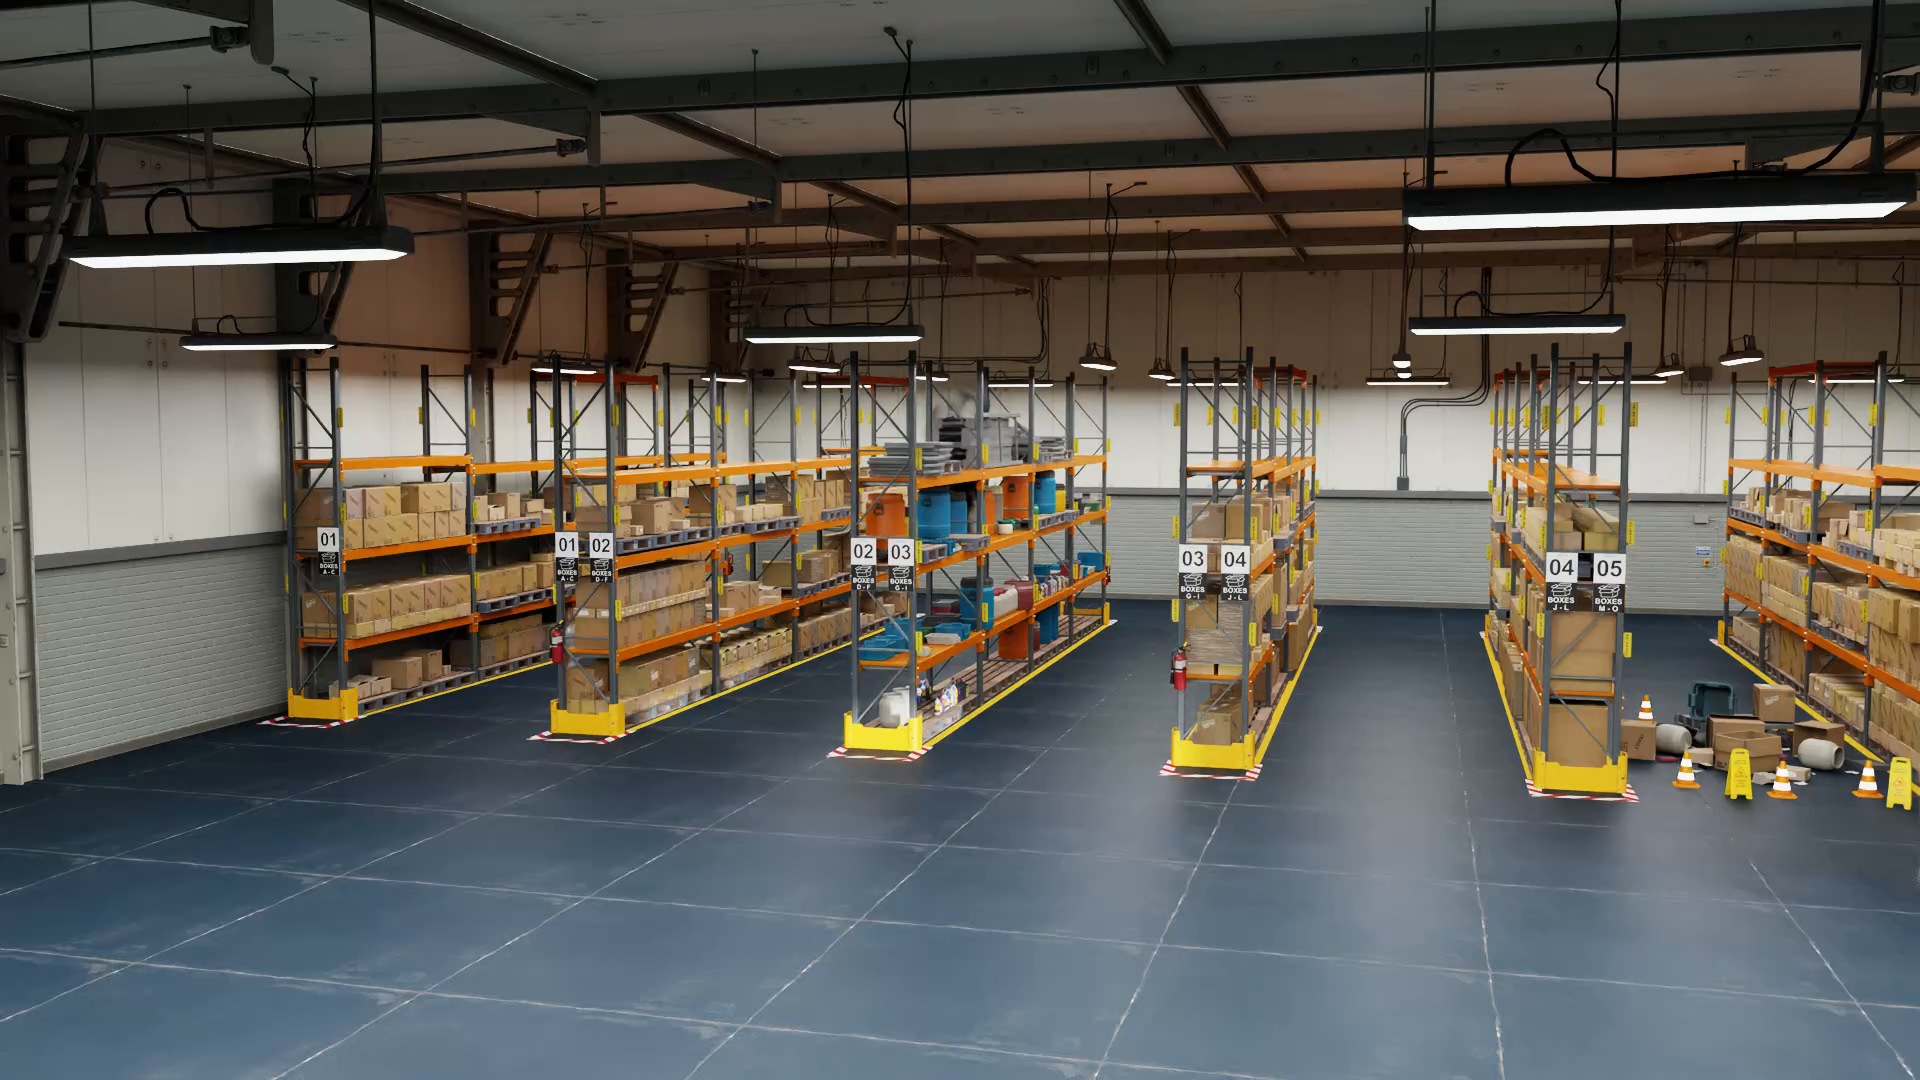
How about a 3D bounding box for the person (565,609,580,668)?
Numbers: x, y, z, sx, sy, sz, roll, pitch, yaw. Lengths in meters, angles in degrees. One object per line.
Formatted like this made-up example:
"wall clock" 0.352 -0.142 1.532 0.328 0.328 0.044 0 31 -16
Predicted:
"person" -6.895 2.037 29.526 0.507 1.635 0.689 1 4 15
